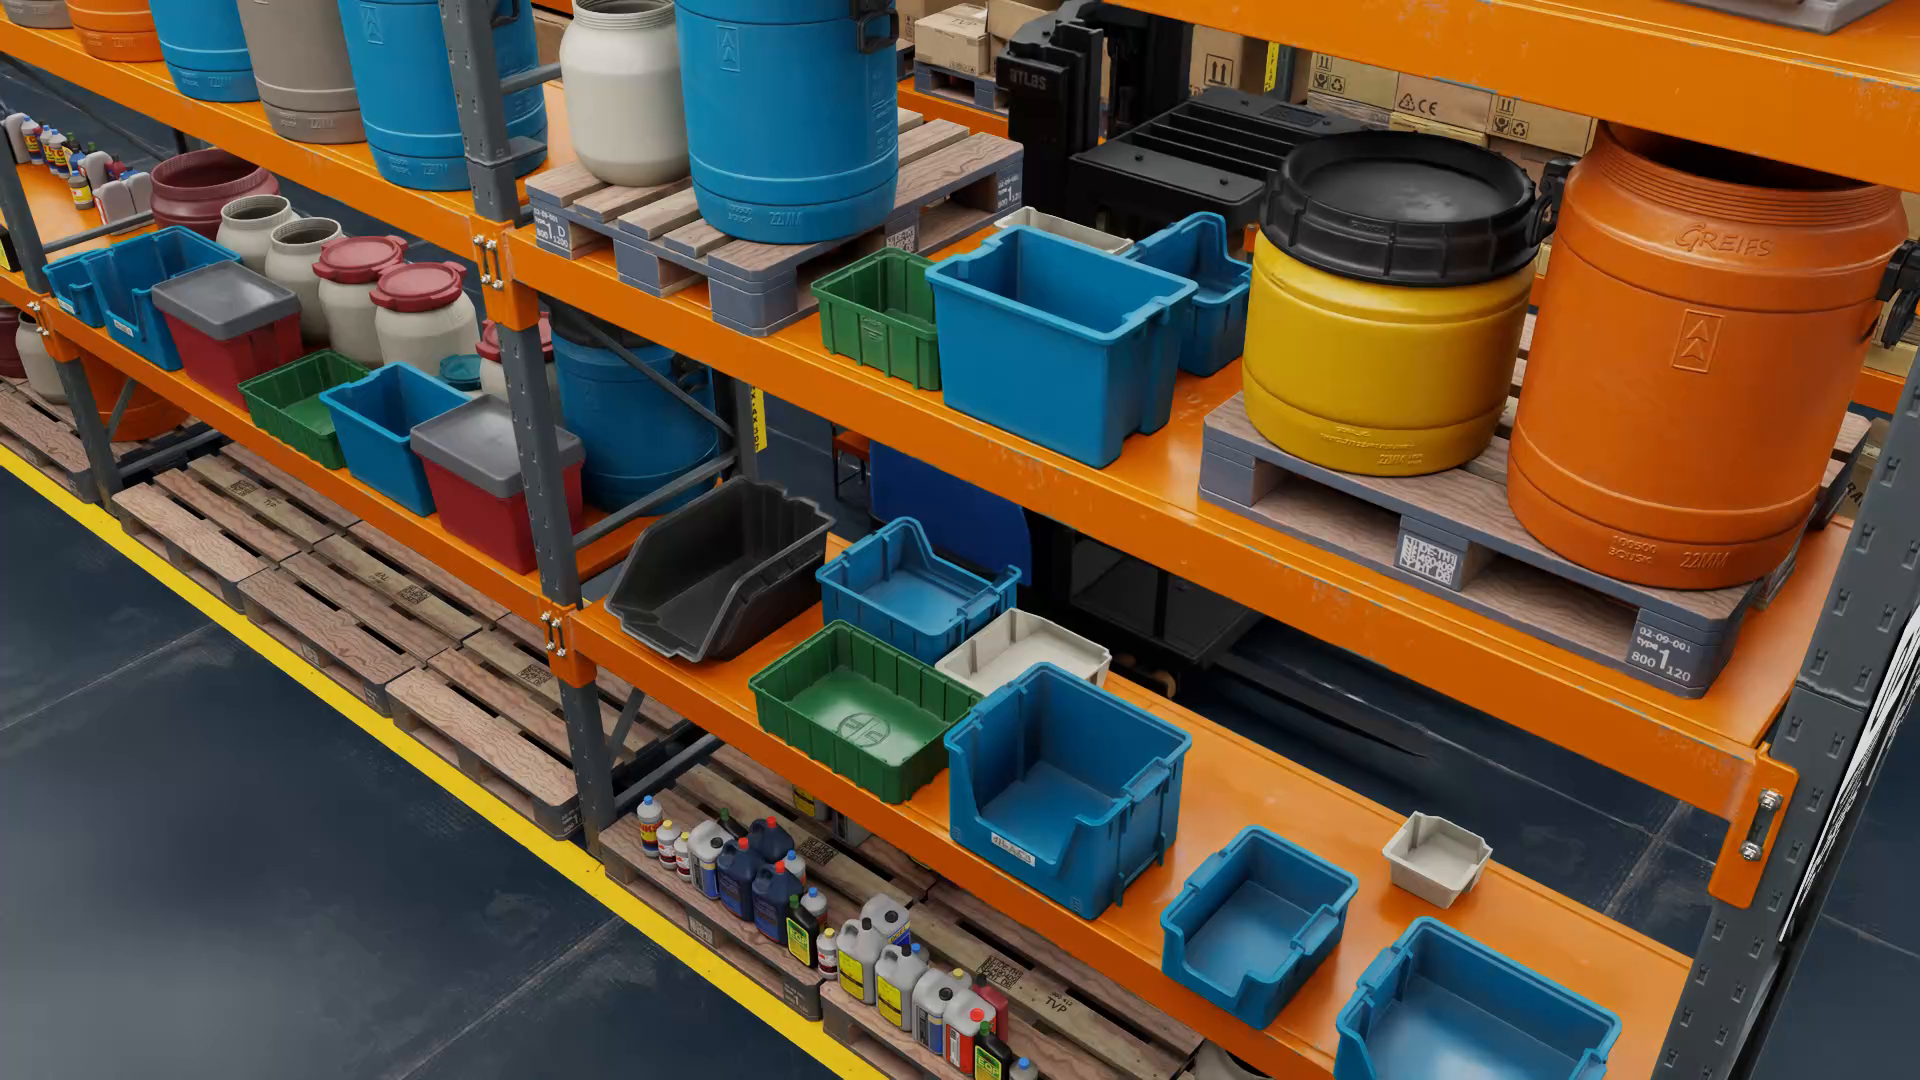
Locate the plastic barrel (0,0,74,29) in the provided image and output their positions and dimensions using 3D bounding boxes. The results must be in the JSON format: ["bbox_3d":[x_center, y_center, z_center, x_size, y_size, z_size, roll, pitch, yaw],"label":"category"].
[{"bbox_3d":[-3.753,-2.640,6.852,0.600,0.901,0.600,0,34,0],"label":"plastic barrel"}]

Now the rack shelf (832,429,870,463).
[{"bbox_3d":[-0.413,-0.463,8.834,0.480,0.148,0.258,24,41,31],"label":"rack shelf"}]

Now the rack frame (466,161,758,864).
[{"bbox_3d":[-1.171,-0.140,6.304,0.127,3.000,1.000,25,42,32],"label":"rack frame"}]

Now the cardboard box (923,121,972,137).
[{"bbox_3d":[-0.128,-2.786,11.314,0.500,0.250,0.500,-28,44,-35],"label":"cardboard box"}]

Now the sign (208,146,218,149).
[{"bbox_3d":[-3.899,-1.898,8.719,0.005,0.325,0.100,25,42,32],"label":"sign"}]

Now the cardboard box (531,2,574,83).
[{"bbox_3d":[-2.958,-3.943,13.348,0.875,0.875,1.225,24,41,30],"label":"cardboard box"}]

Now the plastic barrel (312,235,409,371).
[{"bbox_3d":[-2.662,-1.060,7.524,0.433,0.535,0.433,0,34,0],"label":"plastic barrel"}]

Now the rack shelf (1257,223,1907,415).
[{"bbox_3d":[3.535,-1.273,8.590,4.000,0.370,1.077,25,42,32],"label":"rack shelf"}]

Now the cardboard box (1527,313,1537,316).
[{"bbox_3d":[3.252,-0.880,9.219,0.500,0.500,0.500,21,40,28],"label":"cardboard box"}]

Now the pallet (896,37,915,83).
[{"bbox_3d":[-0.460,-3.452,11.297,1.003,0.211,1.213,25,42,32],"label":"pallet"}]

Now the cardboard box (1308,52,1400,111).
[{"bbox_3d":[2.181,-2.597,8.647,0.500,0.500,0.500,25,42,32],"label":"cardboard box"}]

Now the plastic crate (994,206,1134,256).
[{"bbox_3d":[0.321,-0.862,4.939,0.396,0.136,0.243,25,42,32],"label":"plastic crate"}]

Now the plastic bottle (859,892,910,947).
[{"bbox_3d":[-0.269,1.424,6.045,0.135,0.276,0.152,25,42,32],"label":"plastic bottle"}]

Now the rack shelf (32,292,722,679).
[{"bbox_3d":[-2.708,-0.567,7.562,4.000,0.370,1.077,25,42,32],"label":"rack shelf"}]

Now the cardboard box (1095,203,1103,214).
[{"bbox_3d":[0.755,-2.061,10.920,0.500,0.500,0.700,21,40,28],"label":"cardboard box"}]

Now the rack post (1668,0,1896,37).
[{"bbox_3d":[1.403,-1.287,3.116,0.937,0.300,0.954,-29,44,-35],"label":"rack post"}]

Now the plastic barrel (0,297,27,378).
[{"bbox_3d":[-5.500,-1.346,9.820,0.708,0.588,0.600,25,42,32],"label":"plastic barrel"}]

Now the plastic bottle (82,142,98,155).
[{"bbox_3d":[-4.800,-2.074,9.223,0.133,0.283,0.061,25,42,32],"label":"plastic bottle"}]

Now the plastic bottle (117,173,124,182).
[{"bbox_3d":[-4.517,-1.893,9.032,0.097,0.201,0.097,0,34,0],"label":"plastic bottle"}]

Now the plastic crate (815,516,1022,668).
[{"bbox_3d":[-0.147,0.204,5.934,0.616,0.251,0.499,25,42,32],"label":"plastic crate"}]

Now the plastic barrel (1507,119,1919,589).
[{"bbox_3d":[1.448,-0.398,3.280,0.708,0.830,0.600,25,42,32],"label":"plastic barrel"}]

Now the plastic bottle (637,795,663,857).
[{"bbox_3d":[-1.207,1.110,6.506,0.097,0.271,0.097,0,34,0],"label":"plastic bottle"}]

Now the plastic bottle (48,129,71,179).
[{"bbox_3d":[-5.078,-2.186,9.397,0.097,0.271,0.097,0,34,0],"label":"plastic bottle"}]

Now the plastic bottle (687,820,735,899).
[{"bbox_3d":[-0.941,1.213,6.351,0.135,0.276,0.152,27,43,33],"label":"plastic bottle"}]

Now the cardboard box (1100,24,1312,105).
[{"bbox_3d":[1.477,-3.064,9.660,1.000,1.000,1.000,26,42,32],"label":"cardboard box"}]

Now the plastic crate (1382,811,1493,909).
[{"bbox_3d":[1.421,0.954,4.944,0.250,0.136,0.298,25,42,32],"label":"plastic crate"}]

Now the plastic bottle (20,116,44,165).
[{"bbox_3d":[-5.330,-2.305,9.570,0.097,0.271,0.097,0,34,0],"label":"plastic bottle"}]

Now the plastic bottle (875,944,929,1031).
[{"bbox_3d":[-0.202,1.534,5.818,0.185,0.351,0.144,27,43,34],"label":"plastic bottle"}]

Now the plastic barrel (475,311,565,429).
[{"bbox_3d":[-1.766,-0.638,6.909,0.433,0.535,0.433,0,34,0],"label":"plastic barrel"}]

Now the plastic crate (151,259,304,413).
[{"bbox_3d":[-3.199,-0.896,7.349,0.583,0.464,0.402,25,42,32],"label":"plastic crate"}]

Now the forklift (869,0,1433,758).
[{"bbox_3d":[1.003,-0.790,7.312,3.031,2.935,1.130,24,41,31],"label":"forklift"}]

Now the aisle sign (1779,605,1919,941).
[{"bbox_3d":[1.768,0.393,3.232,0.004,0.787,0.394,25,42,32],"label":"aisle sign"}]

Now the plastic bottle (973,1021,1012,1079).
[{"bbox_3d":[0.110,1.739,5.579,0.133,0.283,0.061,26,42,33],"label":"plastic bottle"}]

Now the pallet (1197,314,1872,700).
[{"bbox_3d":[1.330,-0.192,3.896,1.213,0.211,1.003,25,42,32],"label":"pallet"}]

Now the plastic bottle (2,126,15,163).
[{"bbox_3d":[-5.551,-2.312,9.511,0.185,0.351,0.144,25,42,32],"label":"plastic bottle"}]

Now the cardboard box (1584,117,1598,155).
[{"bbox_3d":[3.342,-2.059,7.864,0.500,0.500,0.500,25,42,32],"label":"cardboard box"}]

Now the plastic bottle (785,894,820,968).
[{"bbox_3d":[-0.571,1.418,6.046,0.133,0.283,0.061,27,43,34],"label":"plastic bottle"}]

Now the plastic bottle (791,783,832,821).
[{"bbox_3d":[-0.584,0.942,6.681,0.185,0.351,0.144,25,42,32],"label":"plastic bottle"}]

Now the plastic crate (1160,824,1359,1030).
[{"bbox_3d":[0.831,1.082,4.656,0.408,0.251,0.499,25,42,32],"label":"plastic crate"}]

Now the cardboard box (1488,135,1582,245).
[{"bbox_3d":[3.115,-1.935,8.566,0.500,0.500,0.875,25,42,32],"label":"cardboard box"}]

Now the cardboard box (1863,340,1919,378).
[{"bbox_3d":[4.304,-0.914,7.654,0.250,0.149,0.380,25,42,32],"label":"cardboard box"}]

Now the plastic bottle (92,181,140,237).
[{"bbox_3d":[-4.468,-1.768,8.785,0.135,0.276,0.152,25,42,32],"label":"plastic bottle"}]

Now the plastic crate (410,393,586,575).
[{"bbox_3d":[-1.739,-0.208,6.347,0.583,0.464,0.402,25,42,32],"label":"plastic crate"}]

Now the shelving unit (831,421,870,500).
[{"bbox_3d":[-0.413,-0.682,8.684,0.503,1.200,0.258,24,41,31],"label":"shelving unit"}]

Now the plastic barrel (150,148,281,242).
[{"bbox_3d":[-3.695,-1.608,8.322,0.708,0.536,0.600,25,42,32],"label":"plastic barrel"}]

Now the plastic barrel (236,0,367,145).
[{"bbox_3d":[-2.203,-1.909,5.788,0.600,0.901,0.600,0,34,0],"label":"plastic barrel"}]

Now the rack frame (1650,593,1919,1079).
[{"bbox_3d":[1.903,1.309,4.194,0.127,3.000,1.000,25,42,32],"label":"rack frame"}]

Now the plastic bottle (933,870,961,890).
[{"bbox_3d":[-0.041,1.200,6.363,0.133,0.283,0.061,25,42,32],"label":"plastic bottle"}]

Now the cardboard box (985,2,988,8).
[{"bbox_3d":[0.378,-3.374,10.762,0.258,0.266,0.396,24,41,31],"label":"cardboard box"}]

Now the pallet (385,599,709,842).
[{"bbox_3d":[-1.799,0.742,7.483,1.213,0.211,1.003,25,42,32],"label":"pallet"}]

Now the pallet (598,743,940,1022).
[{"bbox_3d":[-0.682,1.271,6.712,1.213,0.211,1.003,25,42,32],"label":"pallet"}]

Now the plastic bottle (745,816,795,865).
[{"bbox_3d":[-0.724,1.181,6.332,0.185,0.351,0.144,25,42,32],"label":"plastic bottle"}]
